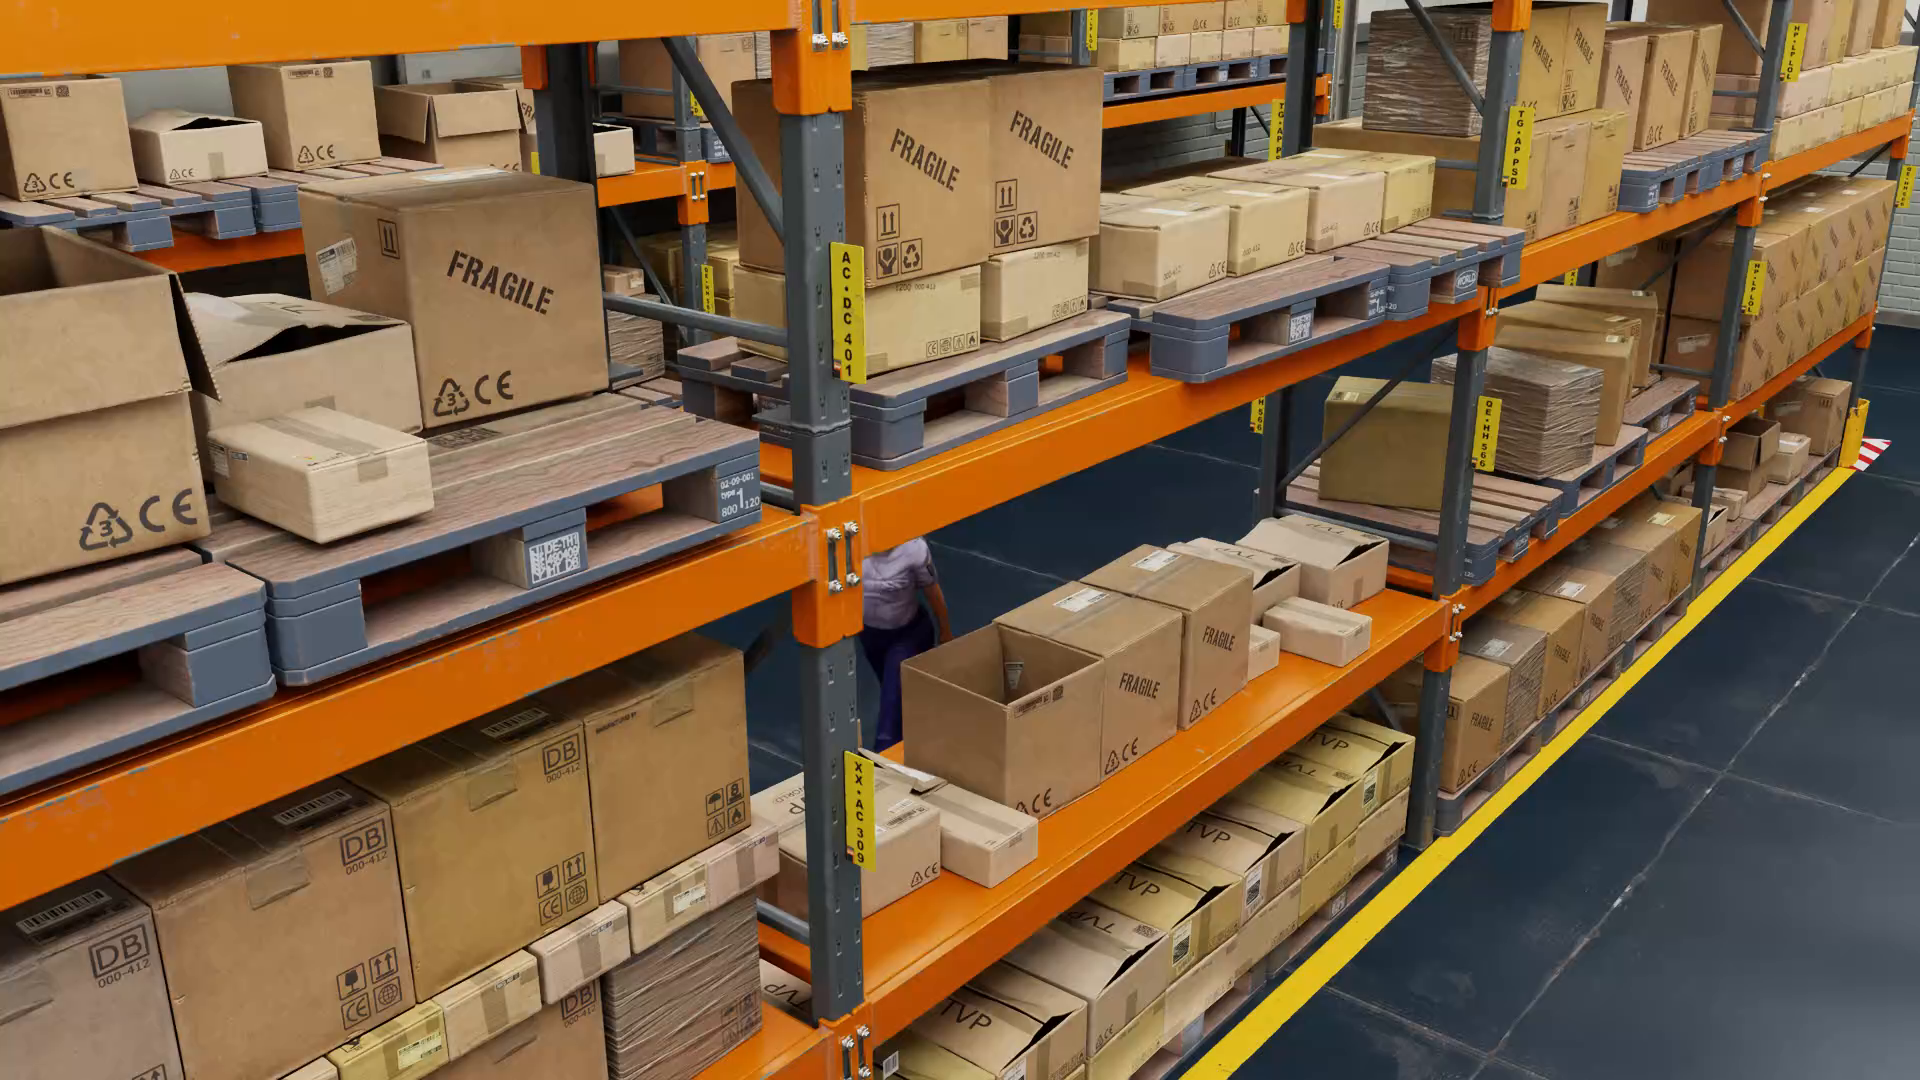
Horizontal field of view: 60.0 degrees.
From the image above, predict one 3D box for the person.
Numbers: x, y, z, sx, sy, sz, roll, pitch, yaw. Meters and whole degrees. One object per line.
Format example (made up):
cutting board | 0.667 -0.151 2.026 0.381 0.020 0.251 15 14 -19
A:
person | -0.369 0.480 8.295 0.512 1.569 1.051 13 24 31
